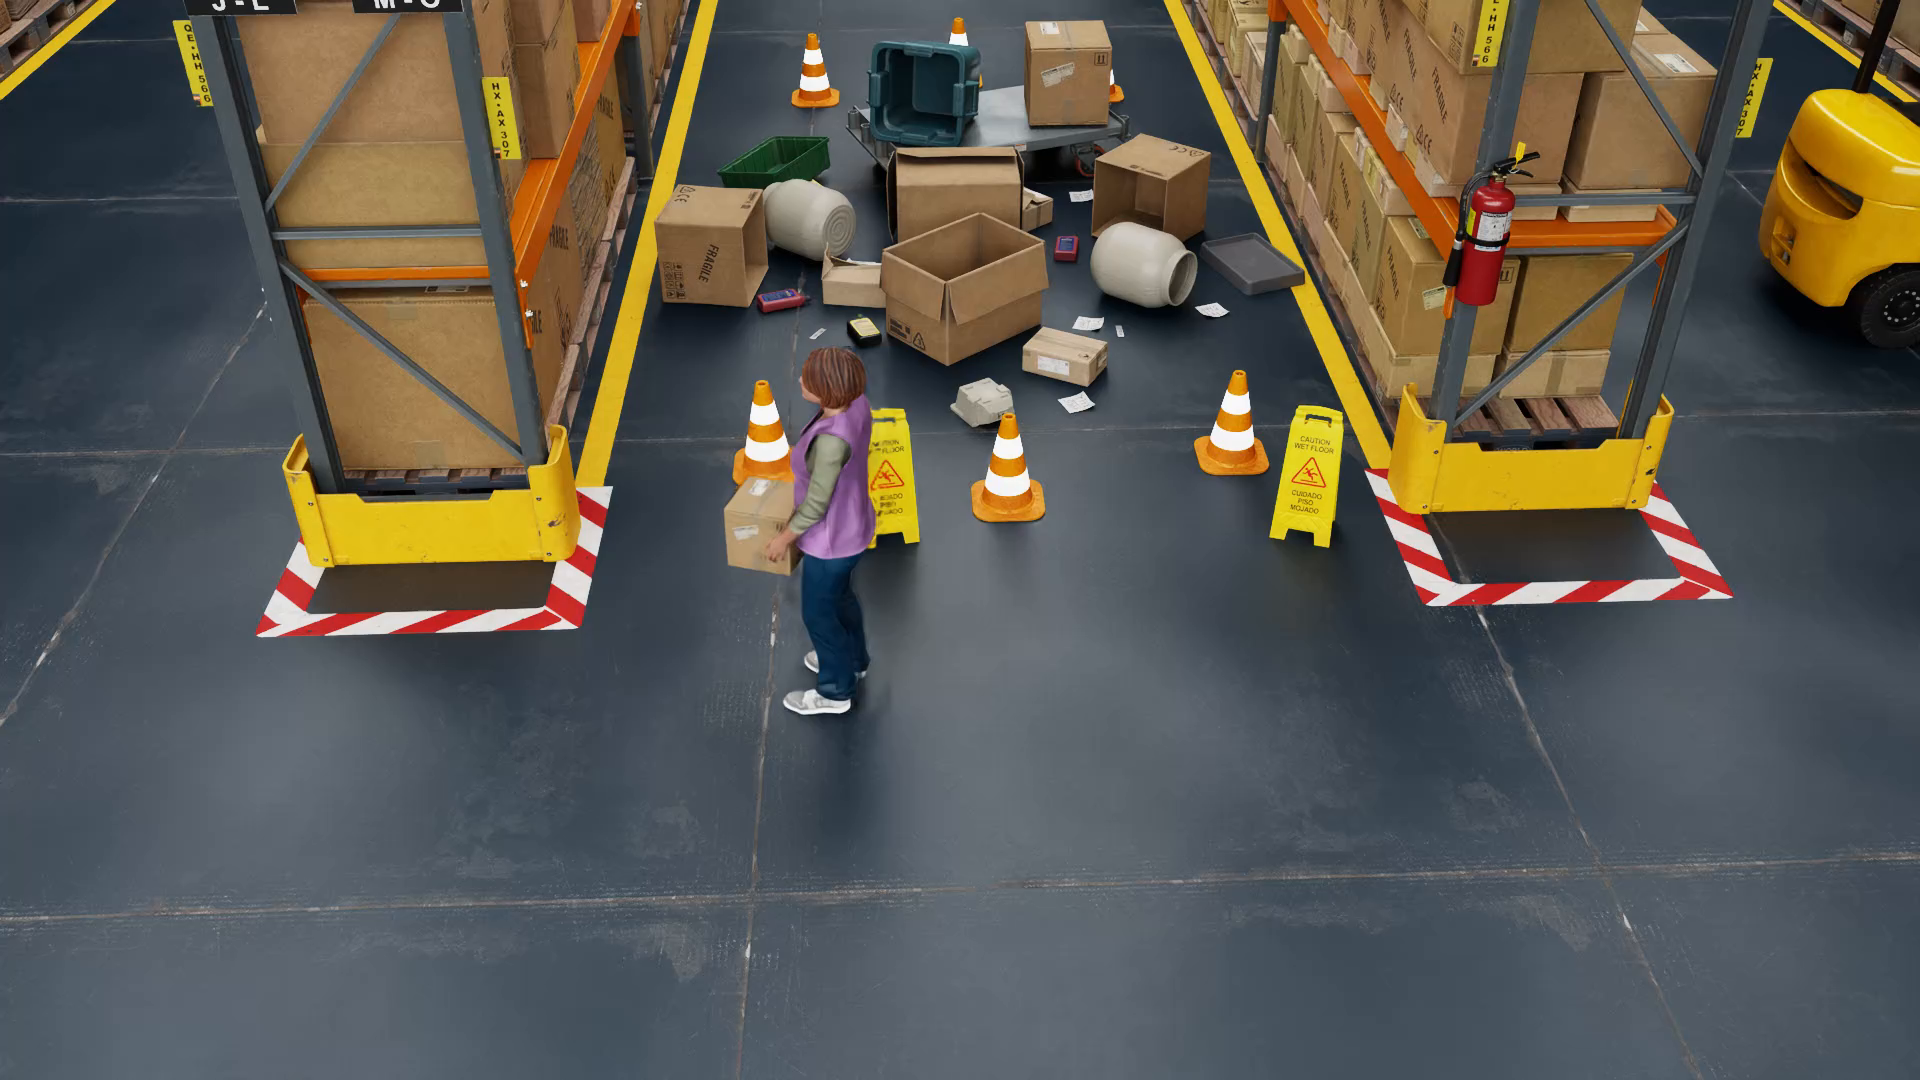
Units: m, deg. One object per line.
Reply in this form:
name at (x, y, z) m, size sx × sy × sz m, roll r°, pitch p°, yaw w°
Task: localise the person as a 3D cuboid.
person at (-0.523, -0.021, 6.180) m, size 0.417 × 1.601 × 0.455 m, roll 6°, pitch 36°, yaw 9°
